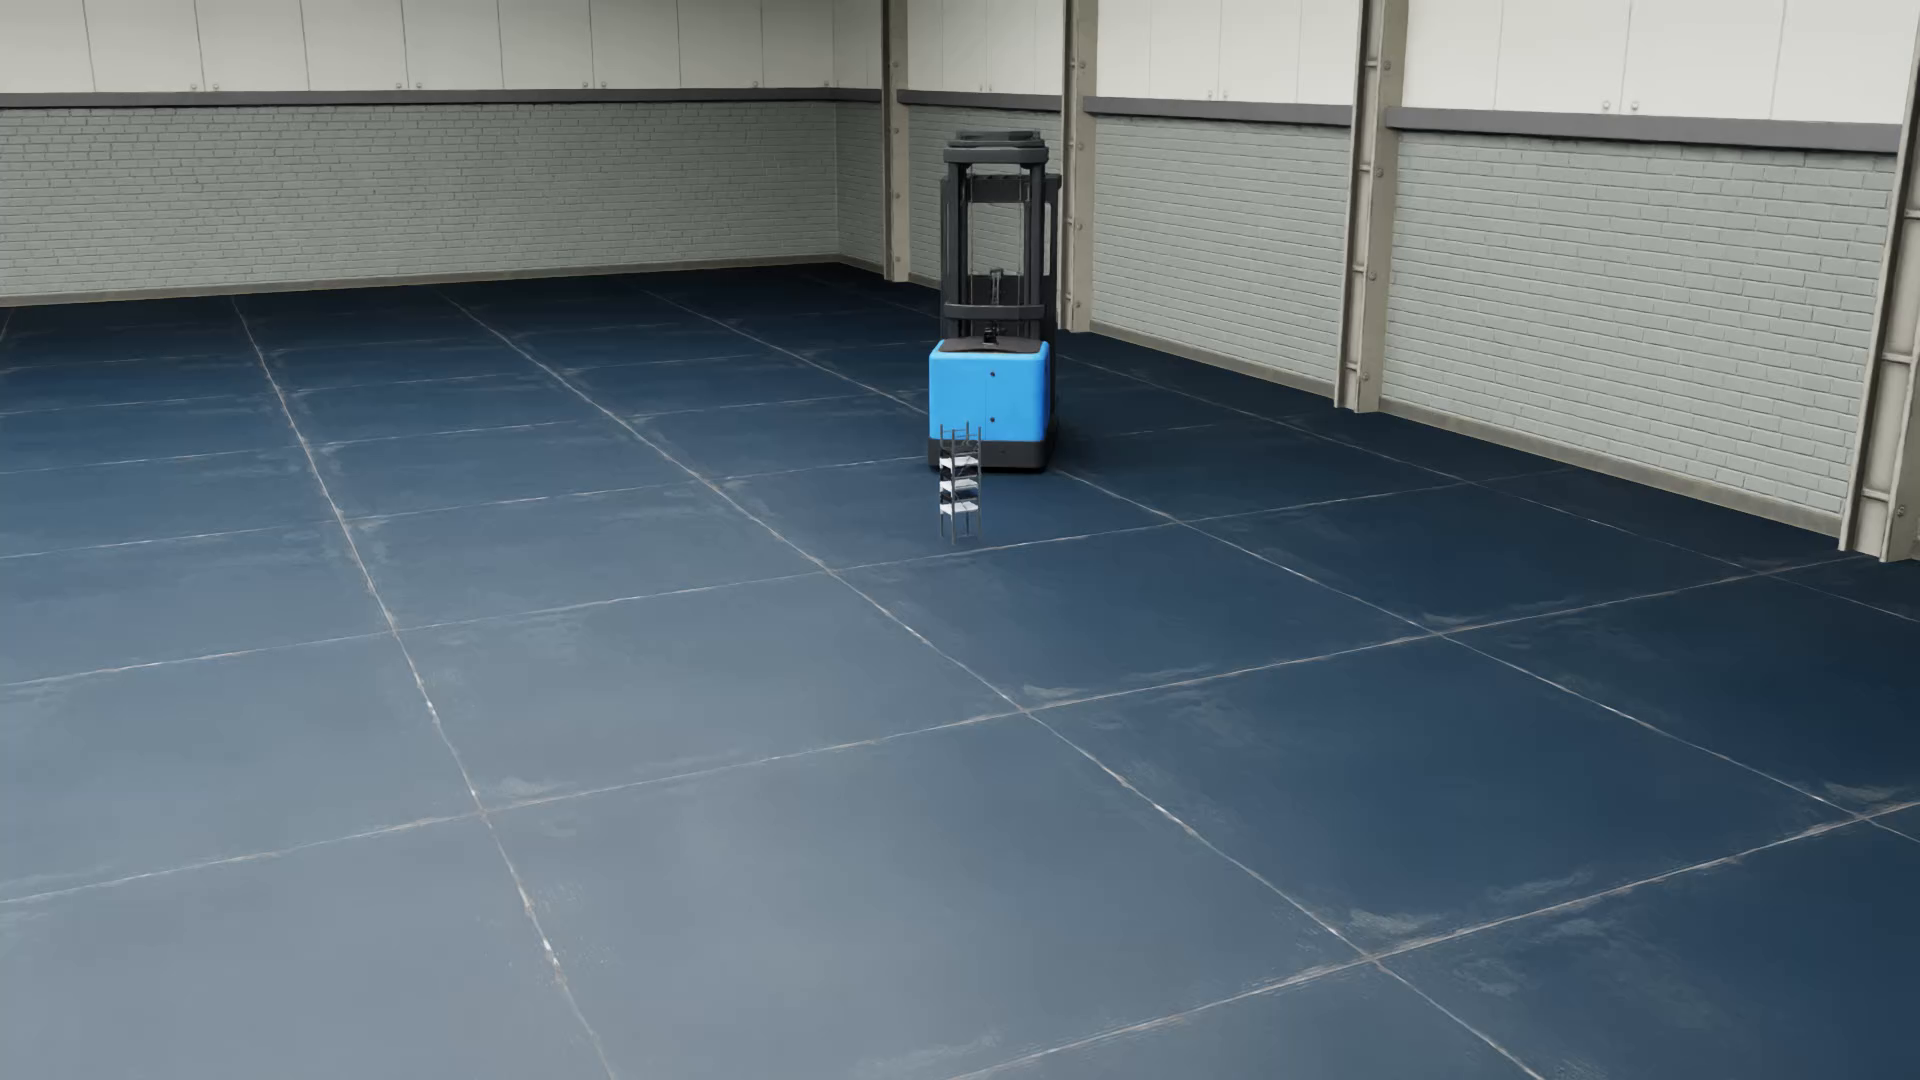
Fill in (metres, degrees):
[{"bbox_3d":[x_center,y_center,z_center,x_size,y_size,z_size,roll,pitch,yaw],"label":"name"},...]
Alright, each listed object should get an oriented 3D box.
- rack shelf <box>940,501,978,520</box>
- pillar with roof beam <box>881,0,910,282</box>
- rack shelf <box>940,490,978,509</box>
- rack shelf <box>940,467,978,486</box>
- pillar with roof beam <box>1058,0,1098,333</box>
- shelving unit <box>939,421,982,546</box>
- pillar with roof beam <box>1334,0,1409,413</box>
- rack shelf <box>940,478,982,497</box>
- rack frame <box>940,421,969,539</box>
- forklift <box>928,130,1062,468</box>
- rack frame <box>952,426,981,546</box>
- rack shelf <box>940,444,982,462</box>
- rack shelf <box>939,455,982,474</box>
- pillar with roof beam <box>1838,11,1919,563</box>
[{"bbox_3d":[0.004,-0.225,12.678,0.258,0.077,0.200,-8,18,-25],"label":"rack shelf"},{"bbox_3d":[-4.929,-8.169,24.904,9.100,9.000,0.400,-8,18,-25],"label":"pillar with roof beam"},{"bbox_3d":[0.004,-0.312,12.654,0.258,0.077,0.200,-8,18,-25],"label":"rack shelf"},{"bbox_3d":[0.004,-0.485,12.604,0.258,0.077,0.200,-8,18,-25],"label":"rack shelf"},{"bbox_3d":[-2.300,-6.682,19.720,9.100,9.000,0.400,-8,18,-25],"label":"pillar with roof beam"},{"bbox_3d":[0.004,-0.431,12.620,0.258,0.900,0.210,-8,18,-25],"label":"shelving unit"},{"bbox_3d":[0.328,-5.194,14.535,9.100,9.000,0.400,-8,18,-25],"label":"pillar with roof beam"},{"bbox_3d":[0.004,-0.398,12.629,0.258,0.077,0.200,-8,18,-25],"label":"rack shelf"},{"bbox_3d":[-0.041,-0.456,12.707,0.240,0.900,0.006,-8,18,-25],"label":"rack frame"},{"bbox_3d":[0.388,-2.405,15.816,1.130,2.935,3.031,2,16,6],"label":"forklift"},{"bbox_3d":[0.048,-0.405,12.532,0.240,0.900,0.006,-8,18,-25],"label":"rack frame"},{"bbox_3d":[0.004,-0.658,12.554,0.258,0.077,0.200,-8,18,-25],"label":"rack shelf"},{"bbox_3d":[0.004,-0.572,12.579,0.258,0.077,0.200,-8,18,-25],"label":"rack shelf"},{"bbox_3d":[2.957,-3.706,9.351,9.100,9.000,0.400,-8,18,-25],"label":"pillar with roof beam"}]
